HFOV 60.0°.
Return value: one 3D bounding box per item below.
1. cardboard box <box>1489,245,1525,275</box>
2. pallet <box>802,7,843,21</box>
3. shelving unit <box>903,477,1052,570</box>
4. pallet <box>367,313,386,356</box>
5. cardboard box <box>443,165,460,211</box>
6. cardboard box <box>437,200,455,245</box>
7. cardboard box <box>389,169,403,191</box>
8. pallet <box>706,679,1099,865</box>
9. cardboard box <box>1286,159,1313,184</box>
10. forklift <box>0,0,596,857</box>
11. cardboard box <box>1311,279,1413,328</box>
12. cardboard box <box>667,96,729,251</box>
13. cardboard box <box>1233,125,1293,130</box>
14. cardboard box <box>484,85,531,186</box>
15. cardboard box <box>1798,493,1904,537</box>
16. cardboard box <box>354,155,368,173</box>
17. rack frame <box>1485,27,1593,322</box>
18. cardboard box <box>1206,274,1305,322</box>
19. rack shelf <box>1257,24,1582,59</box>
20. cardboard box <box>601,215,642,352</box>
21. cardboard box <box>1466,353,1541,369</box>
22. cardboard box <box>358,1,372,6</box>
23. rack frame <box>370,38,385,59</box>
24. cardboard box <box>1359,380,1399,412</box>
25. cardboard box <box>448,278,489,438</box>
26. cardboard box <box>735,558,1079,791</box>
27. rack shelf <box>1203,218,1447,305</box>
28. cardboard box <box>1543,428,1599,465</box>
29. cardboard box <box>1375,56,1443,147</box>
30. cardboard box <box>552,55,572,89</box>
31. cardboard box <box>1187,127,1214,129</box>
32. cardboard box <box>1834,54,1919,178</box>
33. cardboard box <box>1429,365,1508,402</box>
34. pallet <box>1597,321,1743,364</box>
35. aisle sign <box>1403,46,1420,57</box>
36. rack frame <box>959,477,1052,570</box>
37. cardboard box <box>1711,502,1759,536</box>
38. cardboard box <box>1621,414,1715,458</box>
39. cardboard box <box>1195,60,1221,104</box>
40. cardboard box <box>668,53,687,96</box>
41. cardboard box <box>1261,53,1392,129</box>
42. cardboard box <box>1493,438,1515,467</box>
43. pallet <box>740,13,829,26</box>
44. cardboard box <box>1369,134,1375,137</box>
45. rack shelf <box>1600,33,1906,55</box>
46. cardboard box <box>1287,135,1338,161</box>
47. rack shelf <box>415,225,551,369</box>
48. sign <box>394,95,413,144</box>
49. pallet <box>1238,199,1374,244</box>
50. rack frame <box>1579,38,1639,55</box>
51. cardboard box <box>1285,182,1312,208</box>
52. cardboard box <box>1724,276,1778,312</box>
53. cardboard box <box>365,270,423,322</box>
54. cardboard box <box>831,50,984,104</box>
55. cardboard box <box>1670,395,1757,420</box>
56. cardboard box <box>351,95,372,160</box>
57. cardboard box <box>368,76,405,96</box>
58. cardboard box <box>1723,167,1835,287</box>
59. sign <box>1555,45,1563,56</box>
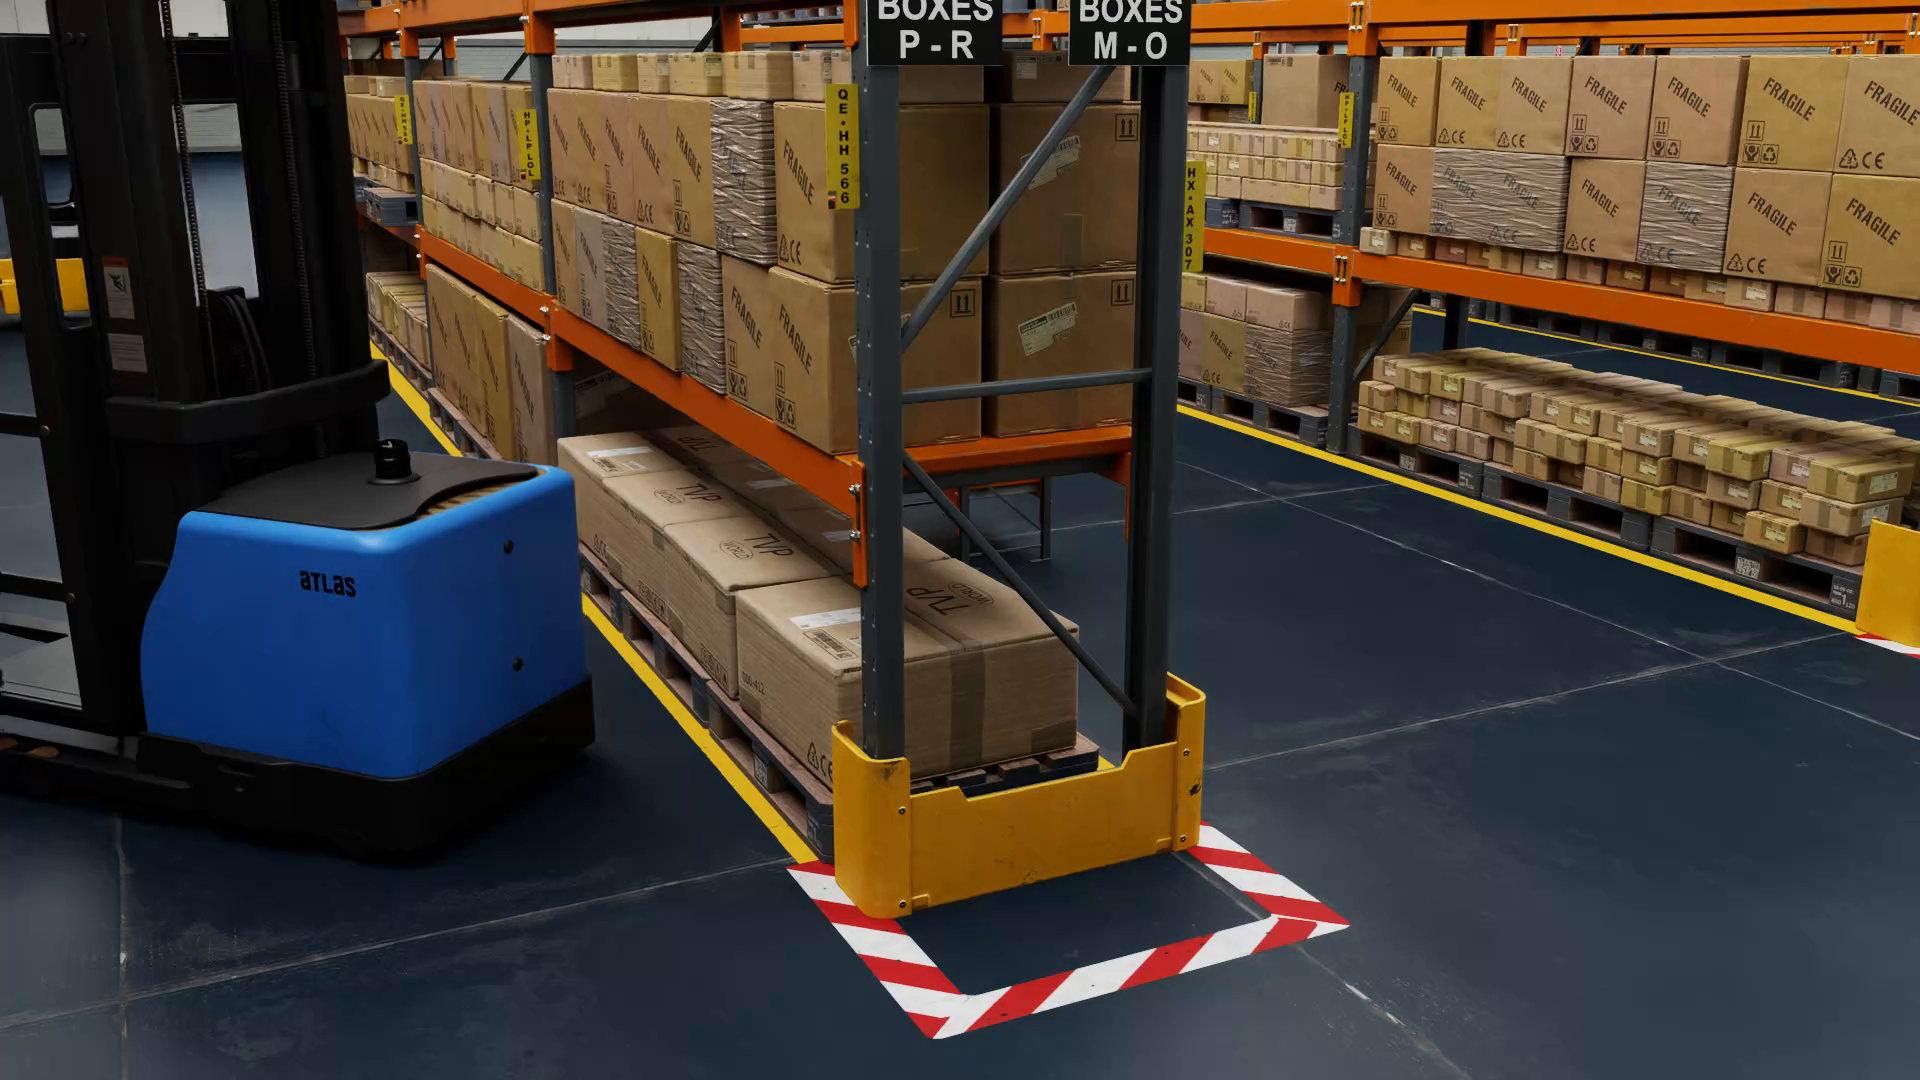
[{"bbox_3d":[3.176,-1.573,9.249,0.380,0.149,0.250,-7,18,-24],"label":"cardboard box"},{"bbox_3d":[-1.017,-5.644,17.702,1.003,0.211,1.213,-8,18,-25],"label":"pallet"},{"bbox_3d":[0.003,-0.539,8.590,0.538,1.125,1.048,-8,18,-25],"label":"shelving unit"},{"bbox_3d":[-4.731,-1.884,14.933,1.003,0.211,1.213,-8,18,-25],"label":"pallet"},{"bbox_3d":[-2.888,-2.185,10.292,0.500,0.250,0.500,-8,18,-25],"label":"cardboard box"},{"bbox_3d":[-3.092,-2.076,10.820,0.500,0.250,0.500,-8,18,-27],"label":"cardboard box"},{"bbox_3d":[-4.009,-2.674,12.325,0.380,0.149,0.250,-8,18,-25],"label":"cardboard box"},{"bbox_3d":[-0.237,0.710,5.895,1.003,0.211,1.213,-8,18,-25],"label":"pallet"},{"bbox_3d":[2.368,-2.421,10.904,0.380,0.149,0.250,-8,18,-25],"label":"cardboard box"},{"bbox_3d":[-2.879,-0.660,5.738,3.031,2.935,1.130,6,17,21],"label":"forklift"},{"bbox_3d":[2.751,-1.633,11.413,0.500,0.250,0.500,-9,18,-27],"label":"cardboard box"},{"bbox_3d":[-0.711,-1.310,5.885,0.500,0.500,0.500,-8,18,-25],"label":"cardboard box"},{"bbox_3d":[2.276,-3.029,12.482,0.380,0.149,0.250,-7,17,-22],"label":"cardboard box"},{"bbox_3d":[-2.223,-2.170,8.881,0.500,0.500,0.500,-7,18,-24],"label":"cardboard box"},{"bbox_3d":[4.101,-0.136,7.654,0.380,0.149,0.250,-8,18,-26],"label":"cardboard box"},{"bbox_3d":[-5.014,-3.260,14.367,0.380,0.149,0.250,-7,18,-24],"label":"cardboard box"},{"bbox_3d":[5.587,-3.623,15.938,1.000,3.000,0.127,-8,18,-25],"label":"rack frame"},{"bbox_3d":[2.070,-1.701,11.650,0.500,0.250,0.500,-7,17,-22],"label":"cardboard box"},{"bbox_3d":[4.711,-5.215,17.351,1.077,0.370,4.000,-8,18,-25],"label":"rack shelf"},{"bbox_3d":[-1.170,-1.084,6.910,0.500,0.500,0.500,-8,18,-25],"label":"cardboard box"},{"bbox_3d":[3.374,-1.059,10.331,0.380,0.149,0.250,-7,18,-24],"label":"cardboard box"},{"bbox_3d":[-5.486,-4.780,14.986,0.380,0.149,0.250,-8,18,-25],"label":"cardboard box"},{"bbox_3d":[-6.826,-4.409,18.677,1.000,3.000,0.127,-8,18,-25],"label":"rack frame"},{"bbox_3d":[2.708,-0.903,10.326,0.380,0.149,0.250,-7,17,-22],"label":"cardboard box"},{"bbox_3d":[-2.706,-1.203,10.595,0.875,0.875,0.875,-7,18,-24],"label":"cardboard box"},{"bbox_3d":[-0.195,0.436,5.676,0.875,0.438,0.875,-8,18,-27],"label":"cardboard box"},{"bbox_3d":[1.961,-2.207,12.307,1.077,0.370,4.000,-8,18,-25],"label":"rack shelf"},{"bbox_3d":[3.392,-0.522,9.000,0.380,0.149,0.250,-7,18,-24],"label":"cardboard box"},{"bbox_3d":[2.815,-2.587,9.795,0.500,0.500,0.500,-7,18,-24],"label":"cardboard box"},{"bbox_3d":[-1.664,-2.164,7.685,0.380,0.149,0.250,-8,18,-26],"label":"cardboard box"},{"bbox_3d":[1.690,-2.952,12.215,0.380,0.149,0.250,-7,17,-23],"label":"cardboard box"},{"bbox_3d":[4.165,-1.820,7.122,0.500,0.500,0.500,-8,18,-26],"label":"cardboard box"},{"bbox_3d":[3.024,-0.932,9.888,0.380,0.149,0.250,-8,18,-26],"label":"cardboard box"},{"bbox_3d":[6.396,-1.776,14.557,1.003,0.211,1.213,-8,18,-25],"label":"pallet"},{"bbox_3d":[6.770,-7.508,24.764,0.394,0.787,0.004,-8,18,-25],"label":"aisle sign"},{"bbox_3d":[0.226,-0.413,8.150,0.500,1.125,0.032,-8,18,-25],"label":"rack frame"},{"bbox_3d":[3.929,-0.129,8.170,0.380,0.149,0.250,-8,18,-25],"label":"cardboard box"},{"bbox_3d":[3.619,-0.533,8.498,0.380,0.149,0.250,-7,17,-23],"label":"cardboard box"},{"bbox_3d":[3.170,-5.489,19.906,0.500,0.500,0.500,-8,18,-25],"label":"cardboard box"},{"bbox_3d":[-0.860,-1.724,6.151,0.380,0.149,0.250,-7,17,-23],"label":"cardboard box"},{"bbox_3d":[4.057,-4.891,18.508,1.000,1.000,1.000,-8,18,-25],"label":"cardboard box"},{"bbox_3d":[3.285,-0.519,9.527,0.380,0.149,0.250,-9,18,-27],"label":"cardboard box"},{"bbox_3d":[-2.086,-6.249,19.811,1.003,0.211,1.213,-8,18,-25],"label":"pallet"},{"bbox_3d":[2.950,-2.646,11.147,0.380,0.149,0.250,-7,17,-23],"label":"cardboard box"},{"bbox_3d":[9.164,-5.813,19.437,1.077,0.370,4.000,-8,18,-25],"label":"rack shelf"},{"bbox_3d":[2.367,-2.566,10.871,0.380,0.149,0.250,-8,18,-27],"label":"cardboard box"},{"bbox_3d":[-2.445,-1.584,10.136,1.077,0.370,4.000,-8,18,-25],"label":"rack shelf"},{"bbox_3d":[-3.805,-2.876,11.379,0.100,0.325,0.005,-8,18,-25],"label":"sign"},{"bbox_3d":[2.633,-2.172,11.228,1.003,0.211,1.213,-8,18,-25],"label":"pallet"},{"bbox_3d":[8.287,-5.213,21.479,1.000,3.000,0.127,-8,18,-25],"label":"rack frame"},{"bbox_3d":[2.370,-2.277,10.941,0.380,0.149,0.250,-8,18,-25],"label":"cardboard box"},{"bbox_3d":[3.861,-1.178,7.873,0.380,0.149,0.250,-7,17,-23],"label":"cardboard box"},{"bbox_3d":[-4.841,-2.226,15.073,0.950,0.372,0.625,-7,18,-24],"label":"cardboard box"},{"bbox_3d":[-0.154,-1.347,4.837,0.380,0.149,0.250,-7,18,-24],"label":"cardboard box"},{"bbox_3d":[4.071,-0.677,9.002,0.380,0.149,0.250,-7,18,-24],"label":"cardboard box"},{"bbox_3d":[-4.702,-3.411,13.717,0.500,0.500,0.500,-8,18,-25],"label":"cardboard box"},{"bbox_3d":[-4.617,-3.706,13.568,0.380,0.149,0.250,-7,17,-22],"label":"cardboard box"},{"bbox_3d":[3.940,-1.465,7.696,0.500,0.500,0.500,-8,18,-26],"label":"cardboard box"},{"bbox_3d":[12.934,-10.567,35.932,0.001,0.298,0.199,-8,18,-25],"label":"sign"}]
